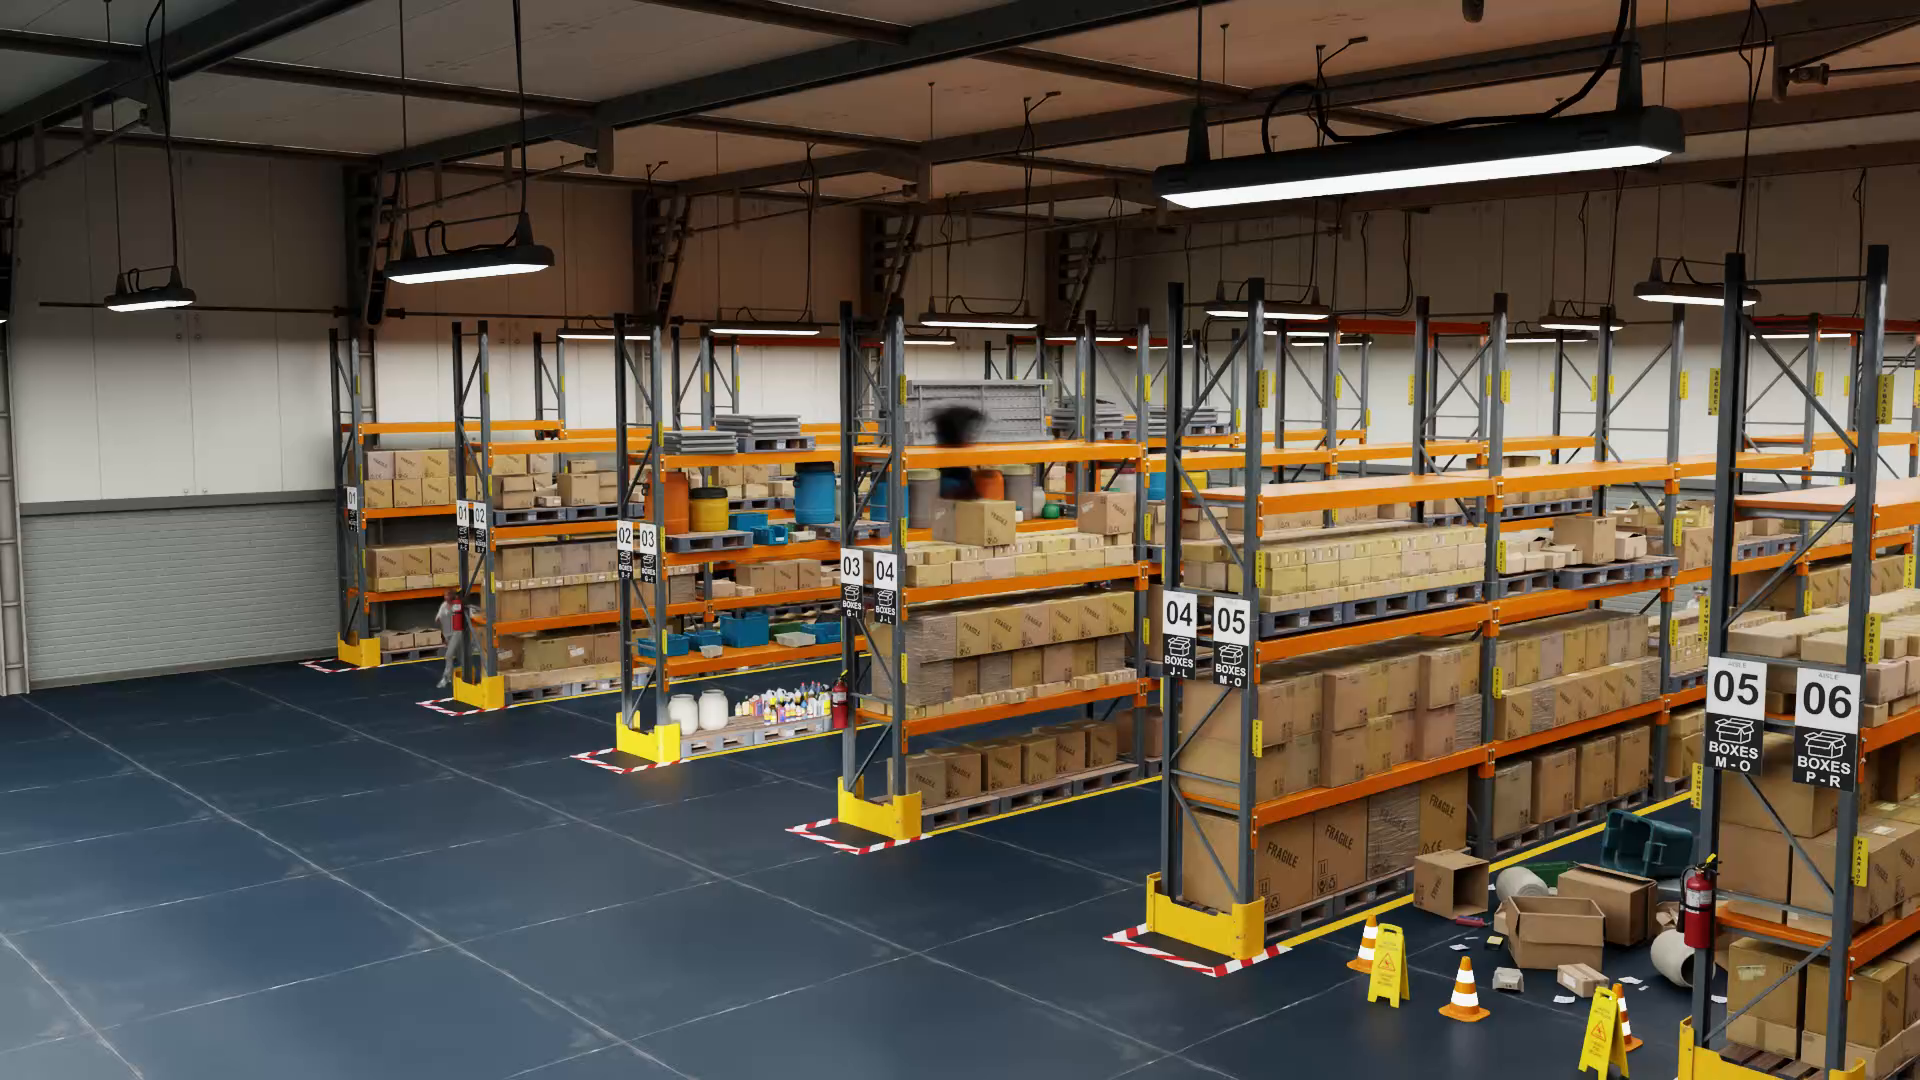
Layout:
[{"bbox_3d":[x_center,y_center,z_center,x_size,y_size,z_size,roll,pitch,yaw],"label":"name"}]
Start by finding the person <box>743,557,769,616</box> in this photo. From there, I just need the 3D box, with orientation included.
[{"bbox_3d":[-4.008,1.047,32.826,0.684,1.789,0.718,4,7,33],"label":"person"}]

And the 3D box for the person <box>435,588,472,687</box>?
[{"bbox_3d":[-8.463,1.600,27.796,0.507,1.606,0.861,3,6,27],"label":"person"}]

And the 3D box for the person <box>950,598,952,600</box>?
[{"bbox_3d":[0.124,1.396,29.705,0.854,1.712,0.568,-5,8,-43],"label":"person"}]

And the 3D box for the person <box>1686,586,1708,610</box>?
[{"bbox_3d":[12.722,1.562,28.418,0.747,1.619,0.653,-4,7,-35],"label":"person"}]
